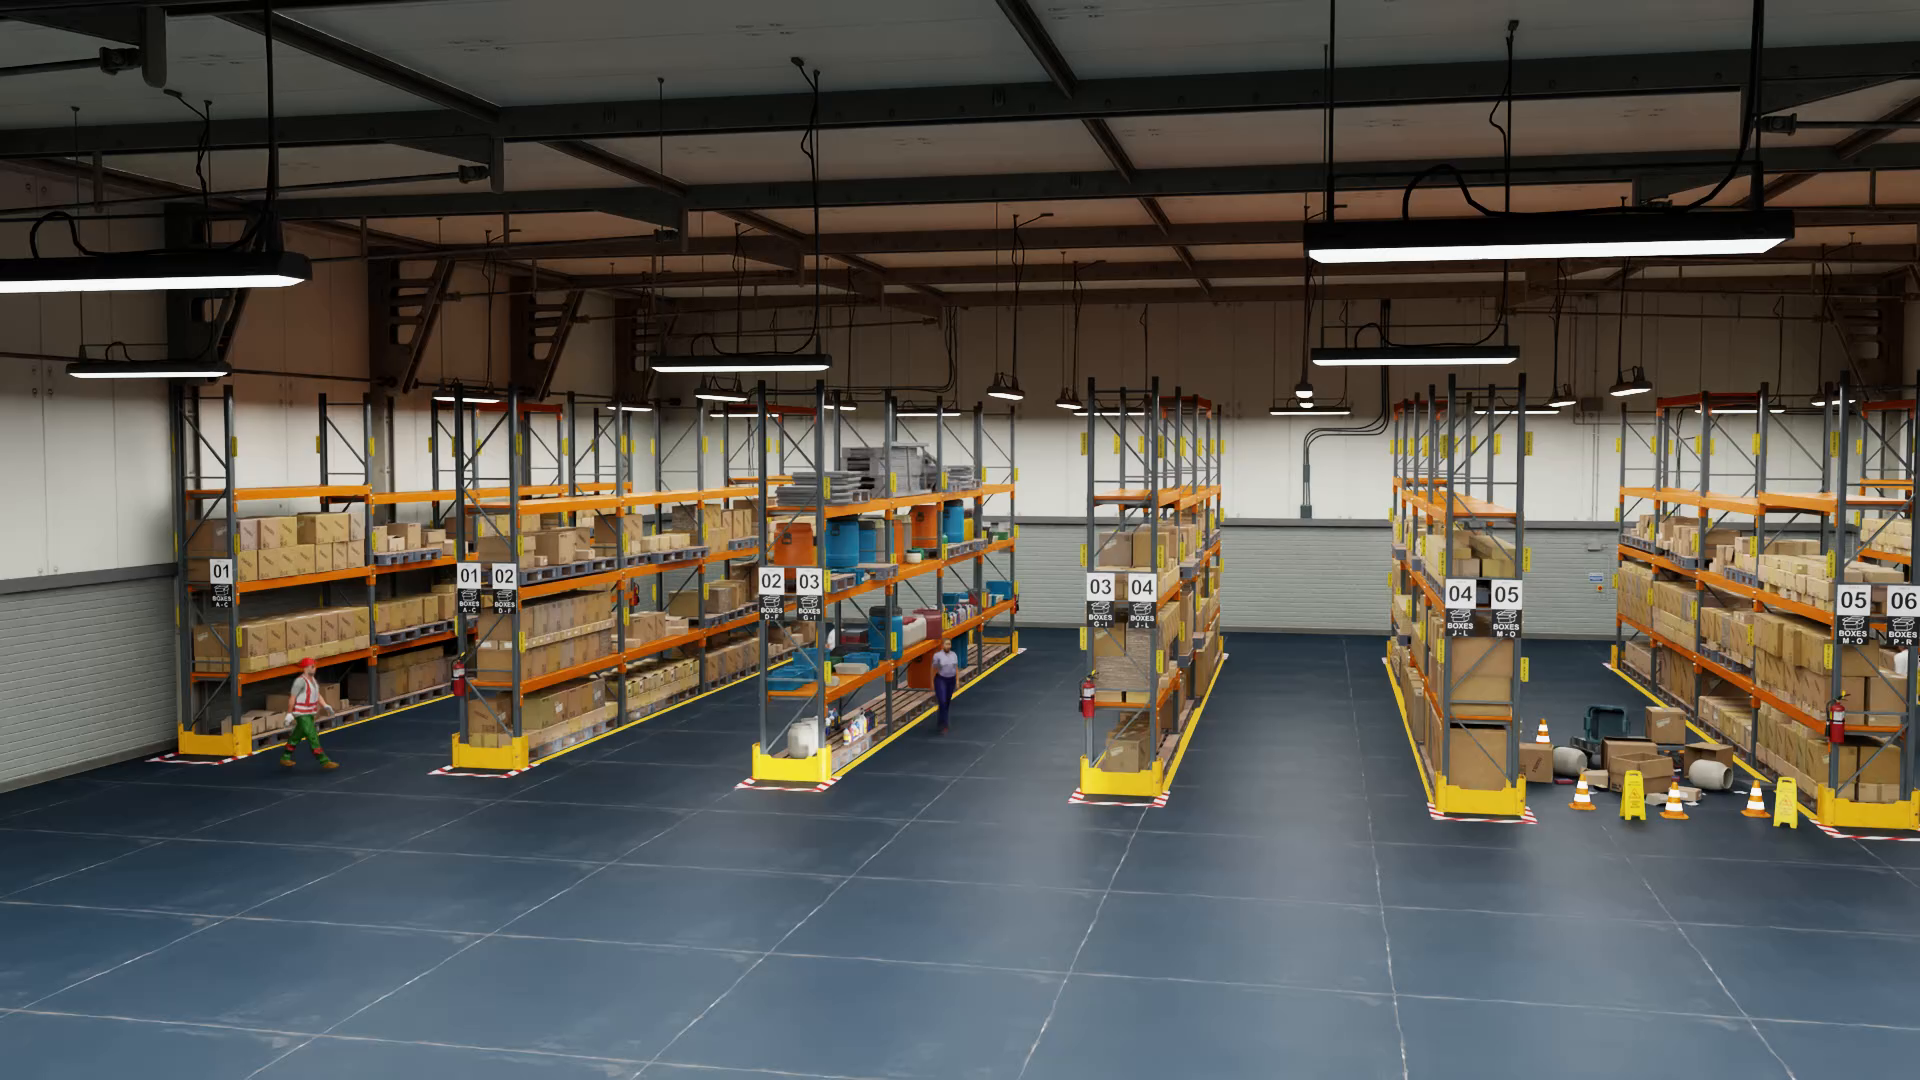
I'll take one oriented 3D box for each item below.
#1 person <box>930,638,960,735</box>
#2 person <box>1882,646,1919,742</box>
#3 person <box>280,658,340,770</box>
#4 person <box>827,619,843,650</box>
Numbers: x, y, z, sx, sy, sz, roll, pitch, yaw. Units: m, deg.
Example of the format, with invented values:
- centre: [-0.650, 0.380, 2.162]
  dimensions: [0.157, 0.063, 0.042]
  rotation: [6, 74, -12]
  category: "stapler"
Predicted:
- centre: [-0.245, 2.557, 29.367]
  dimensions: [0.514, 1.669, 0.767]
  rotation: [-2, 4, -34]
  category: "person"
- centre: [15.935, 2.562, 28.017]
  dimensions: [0.574, 1.814, 0.594]
  rotation: [0, 3, 1]
  category: "person"
- centre: [-10.074, 2.678, 25.701]
  dimensions: [1.120, 1.712, 0.601]
  rotation: [1, 3, 16]
  category: "person"
- centre: [-2.404, 2.336, 32.745]
  dimensions: [0.517, 1.606, 0.931]
  rotation: [0, 3, 2]
  category: "person"
